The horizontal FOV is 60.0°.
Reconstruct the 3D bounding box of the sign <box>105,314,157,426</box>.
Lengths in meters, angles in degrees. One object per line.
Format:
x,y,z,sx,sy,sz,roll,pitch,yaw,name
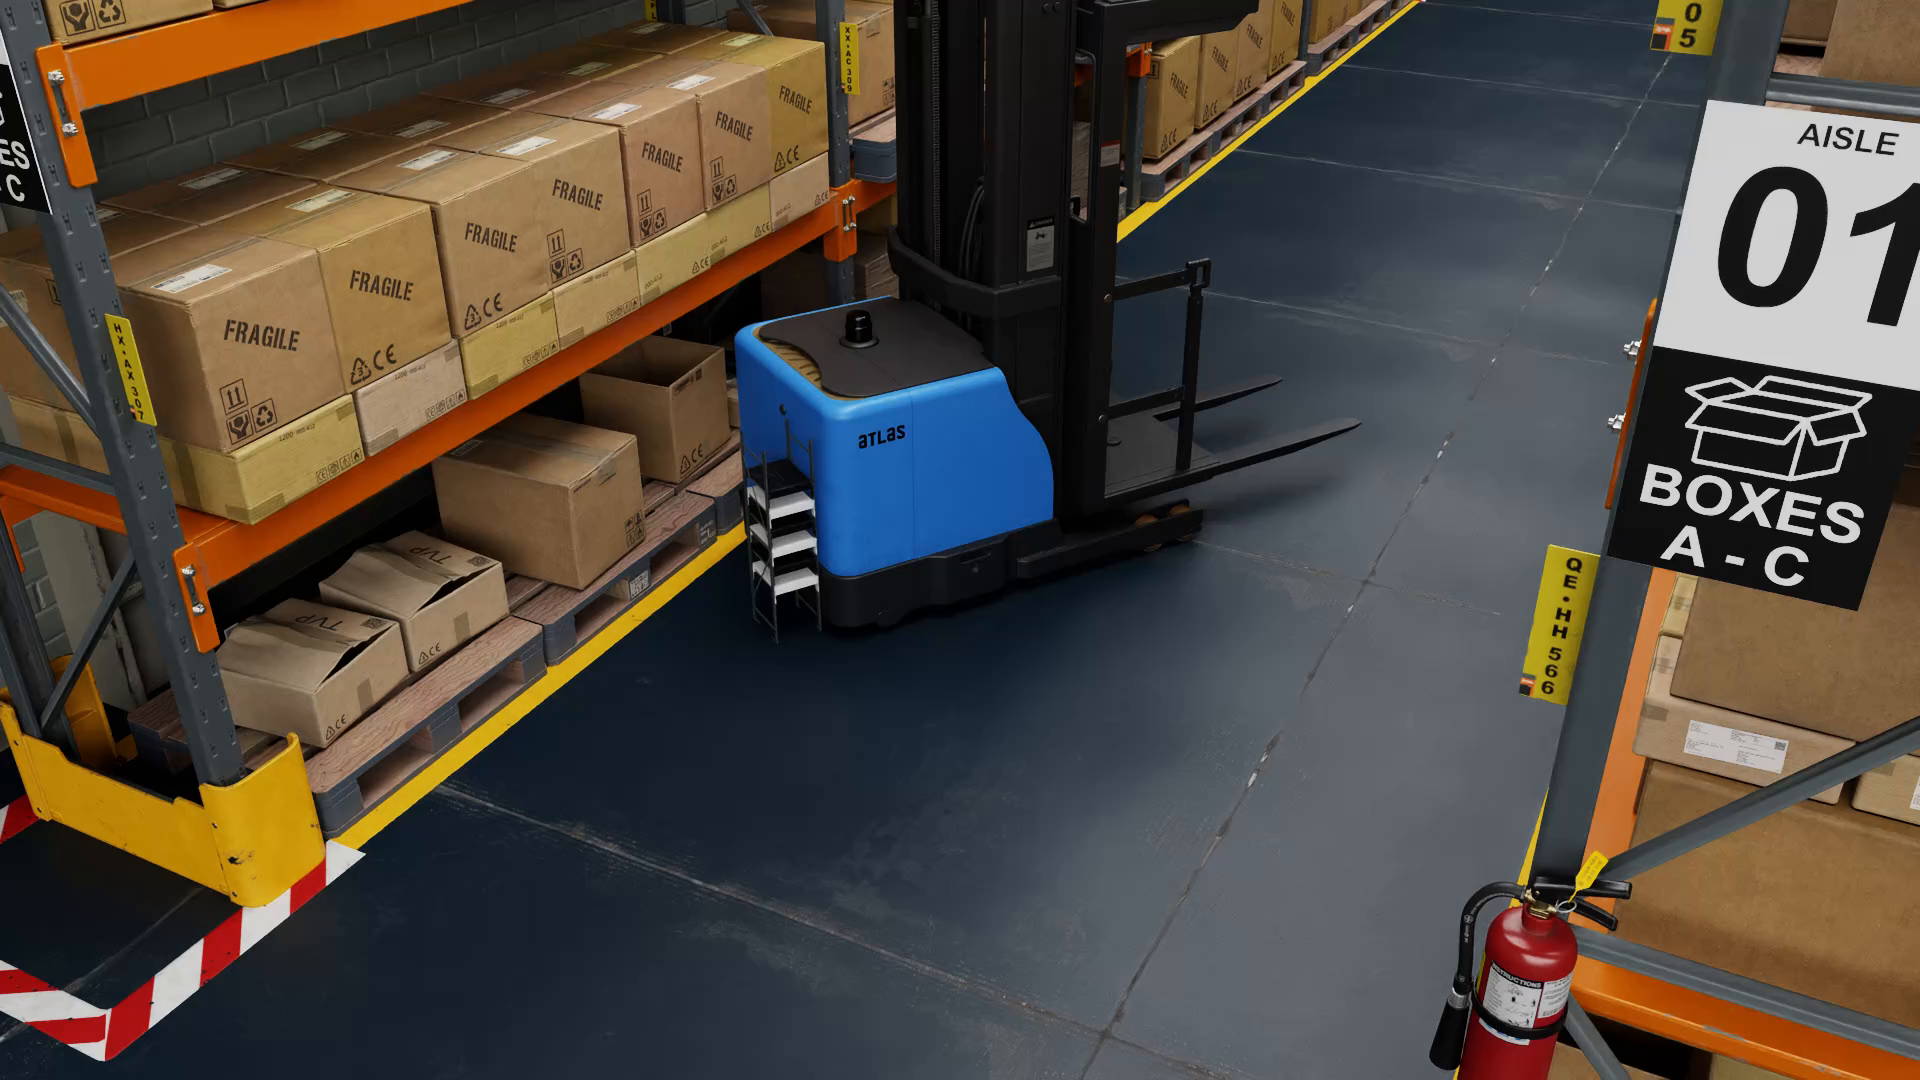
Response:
-2.347,-0.479,4.703,0.100,0.325,0.005,14,33,23,sign

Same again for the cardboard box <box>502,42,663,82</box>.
-1.647,-1.880,7.389,0.500,0.500,0.500,14,33,23,cardboard box

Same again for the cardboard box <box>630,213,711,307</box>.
-1.403,-1.220,6.992,0.500,0.250,0.500,14,33,23,cardboard box

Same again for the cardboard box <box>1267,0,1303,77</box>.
2.456,-4.479,14.275,0.750,0.750,0.750,15,33,24,cardboard box

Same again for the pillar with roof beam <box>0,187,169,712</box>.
0.552,-2.359,2.821,9.100,9.000,0.400,14,33,23,pillar with roof beam

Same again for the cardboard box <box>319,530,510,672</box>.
-2.175,0.209,6.632,0.500,0.311,0.500,17,34,27,cardboard box

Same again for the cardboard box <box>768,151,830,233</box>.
-0.953,-1.665,7.768,0.500,0.250,0.500,14,33,23,cardboard box

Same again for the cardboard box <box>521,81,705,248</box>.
-1.409,-1.546,6.808,0.500,0.500,0.500,13,32,22,cardboard box

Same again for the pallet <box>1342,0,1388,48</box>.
3.608,-5.200,16.593,1.003,0.211,1.213,14,33,23,pallet

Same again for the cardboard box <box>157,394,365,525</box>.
-2.325,-0.315,5.417,0.500,0.250,0.500,13,32,22,cardboard box

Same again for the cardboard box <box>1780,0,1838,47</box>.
1.872,-1.154,3.323,0.500,0.250,0.500,14,33,23,cardboard box

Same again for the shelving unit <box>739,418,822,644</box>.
-0.741,-0.031,6.900,0.210,0.900,0.258,-16,34,-26,shelving unit

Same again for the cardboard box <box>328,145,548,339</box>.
-1.870,-1.084,6.003,0.500,0.500,0.500,13,32,22,cardboard box

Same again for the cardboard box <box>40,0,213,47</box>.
-2.455,-1.671,4.516,0.500,0.500,0.500,15,33,25,cardboard box

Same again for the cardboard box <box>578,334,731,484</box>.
-1.445,-0.638,7.917,0.500,0.500,0.500,12,32,20,cardboard box

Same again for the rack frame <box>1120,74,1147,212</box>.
0.815,-3.774,11.309,1.000,3.000,0.127,14,33,23,rack frame

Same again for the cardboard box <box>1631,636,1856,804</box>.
1.586,0.358,3.363,0.380,0.149,0.250,14,33,22,cardboard box

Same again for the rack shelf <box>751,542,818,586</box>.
-0.741,0.076,6.961,0.200,0.077,0.258,-16,34,-26,rack shelf

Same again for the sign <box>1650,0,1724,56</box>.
1.105,-0.885,2.456,0.100,0.325,0.005,14,33,23,sign

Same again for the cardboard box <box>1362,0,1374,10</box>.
3.773,-5.640,16.648,0.700,0.500,0.500,13,32,22,cardboard box

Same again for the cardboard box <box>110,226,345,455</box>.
-2.345,-0.639,5.229,0.500,0.500,0.500,14,33,23,cardboard box

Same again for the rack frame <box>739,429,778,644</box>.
-0.828,-0.005,6.855,0.006,0.900,0.240,-16,34,-26,rack frame

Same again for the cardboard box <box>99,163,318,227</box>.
-2.566,-0.974,5.811,0.500,0.500,0.500,15,33,24,cardboard box

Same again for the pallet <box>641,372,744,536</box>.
-1.282,-0.485,8.383,1.003,0.211,1.213,14,33,23,pallet

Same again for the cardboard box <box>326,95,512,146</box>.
-2.105,-1.427,6.601,0.500,0.500,0.500,15,33,24,cardboard box

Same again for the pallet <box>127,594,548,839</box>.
-2.394,0.596,6.499,1.003,0.211,1.213,14,33,23,pallet

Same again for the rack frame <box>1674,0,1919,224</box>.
1.582,-1.706,1.685,1.000,3.000,0.127,14,33,23,rack frame

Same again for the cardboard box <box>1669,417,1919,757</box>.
1.830,0.062,3.227,0.700,0.500,0.500,14,33,23,cardboard box

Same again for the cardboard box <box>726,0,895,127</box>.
-0.745,-2.452,8.466,0.700,0.500,0.500,14,33,23,cardboard box

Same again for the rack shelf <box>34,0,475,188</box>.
-1.919,-2.102,6.109,1.077,0.370,4.000,14,33,23,rack shelf

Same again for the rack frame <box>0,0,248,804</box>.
-2.830,-0.227,5.133,1.000,3.000,0.127,14,33,23,rack frame

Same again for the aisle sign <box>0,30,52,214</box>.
-2.595,-1.254,4.312,0.394,0.787,0.004,14,33,23,aisle sign

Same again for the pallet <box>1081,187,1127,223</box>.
0.457,-2.218,11.401,1.003,0.211,1.213,14,33,23,pallet

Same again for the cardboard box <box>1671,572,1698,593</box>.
1.821,0.128,3.763,0.380,0.149,0.250,14,33,23,cardboard box

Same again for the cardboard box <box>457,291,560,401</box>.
-1.864,-0.773,6.214,0.500,0.250,0.500,14,33,23,cardboard box

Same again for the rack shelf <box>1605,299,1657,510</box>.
2.493,-0.980,4.155,1.077,0.370,4.000,14,33,23,rack shelf

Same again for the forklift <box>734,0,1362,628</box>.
0.539,-1.428,7.294,3.031,2.935,1.130,-16,34,-26,forklift

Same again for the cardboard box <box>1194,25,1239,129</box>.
1.671,-3.707,12.929,0.750,0.750,0.750,14,33,23,cardboard box

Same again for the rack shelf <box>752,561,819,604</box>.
-0.741,0.154,7.006,0.200,0.077,0.258,-16,34,-26,rack shelf

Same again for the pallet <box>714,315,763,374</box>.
-0.654,-1.137,9.517,1.003,0.211,1.213,14,33,23,pallet

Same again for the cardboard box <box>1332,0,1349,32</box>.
3.301,-5.175,15.838,0.700,0.500,0.500,14,33,23,cardboard box

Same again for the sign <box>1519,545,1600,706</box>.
1.105,0.161,3.057,0.100,0.325,0.005,14,33,23,sign

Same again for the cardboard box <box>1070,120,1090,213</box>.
0.533,-2.549,11.246,0.700,0.500,0.500,15,33,24,cardboard box

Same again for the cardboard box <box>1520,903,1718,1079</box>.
1.561,1.275,4.104,0.500,0.500,0.500,14,33,23,cardboard box

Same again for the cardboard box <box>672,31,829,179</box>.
-0.948,-1.989,7.580,0.500,0.500,0.500,14,33,23,cardboard box

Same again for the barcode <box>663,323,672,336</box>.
-1.467,-1.061,8.332,0.001,0.075,0.075,14,33,23,barcode

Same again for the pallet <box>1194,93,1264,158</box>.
1.798,-3.436,13.521,1.003,0.211,1.213,14,33,23,pallet

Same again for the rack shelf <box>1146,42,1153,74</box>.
1.726,-4.348,13.032,1.077,0.370,4.000,14,33,23,rack shelf

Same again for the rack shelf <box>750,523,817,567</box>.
-0.741,-0.002,6.916,0.200,0.077,0.258,-16,34,-26,rack shelf

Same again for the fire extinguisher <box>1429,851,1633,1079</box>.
1.114,0.876,3.291,0.296,0.674,0.183,14,33,23,fire extinguisher

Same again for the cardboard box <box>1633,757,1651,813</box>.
2.041,0.414,3.917,0.700,0.500,0.500,15,33,25,cardboard box
